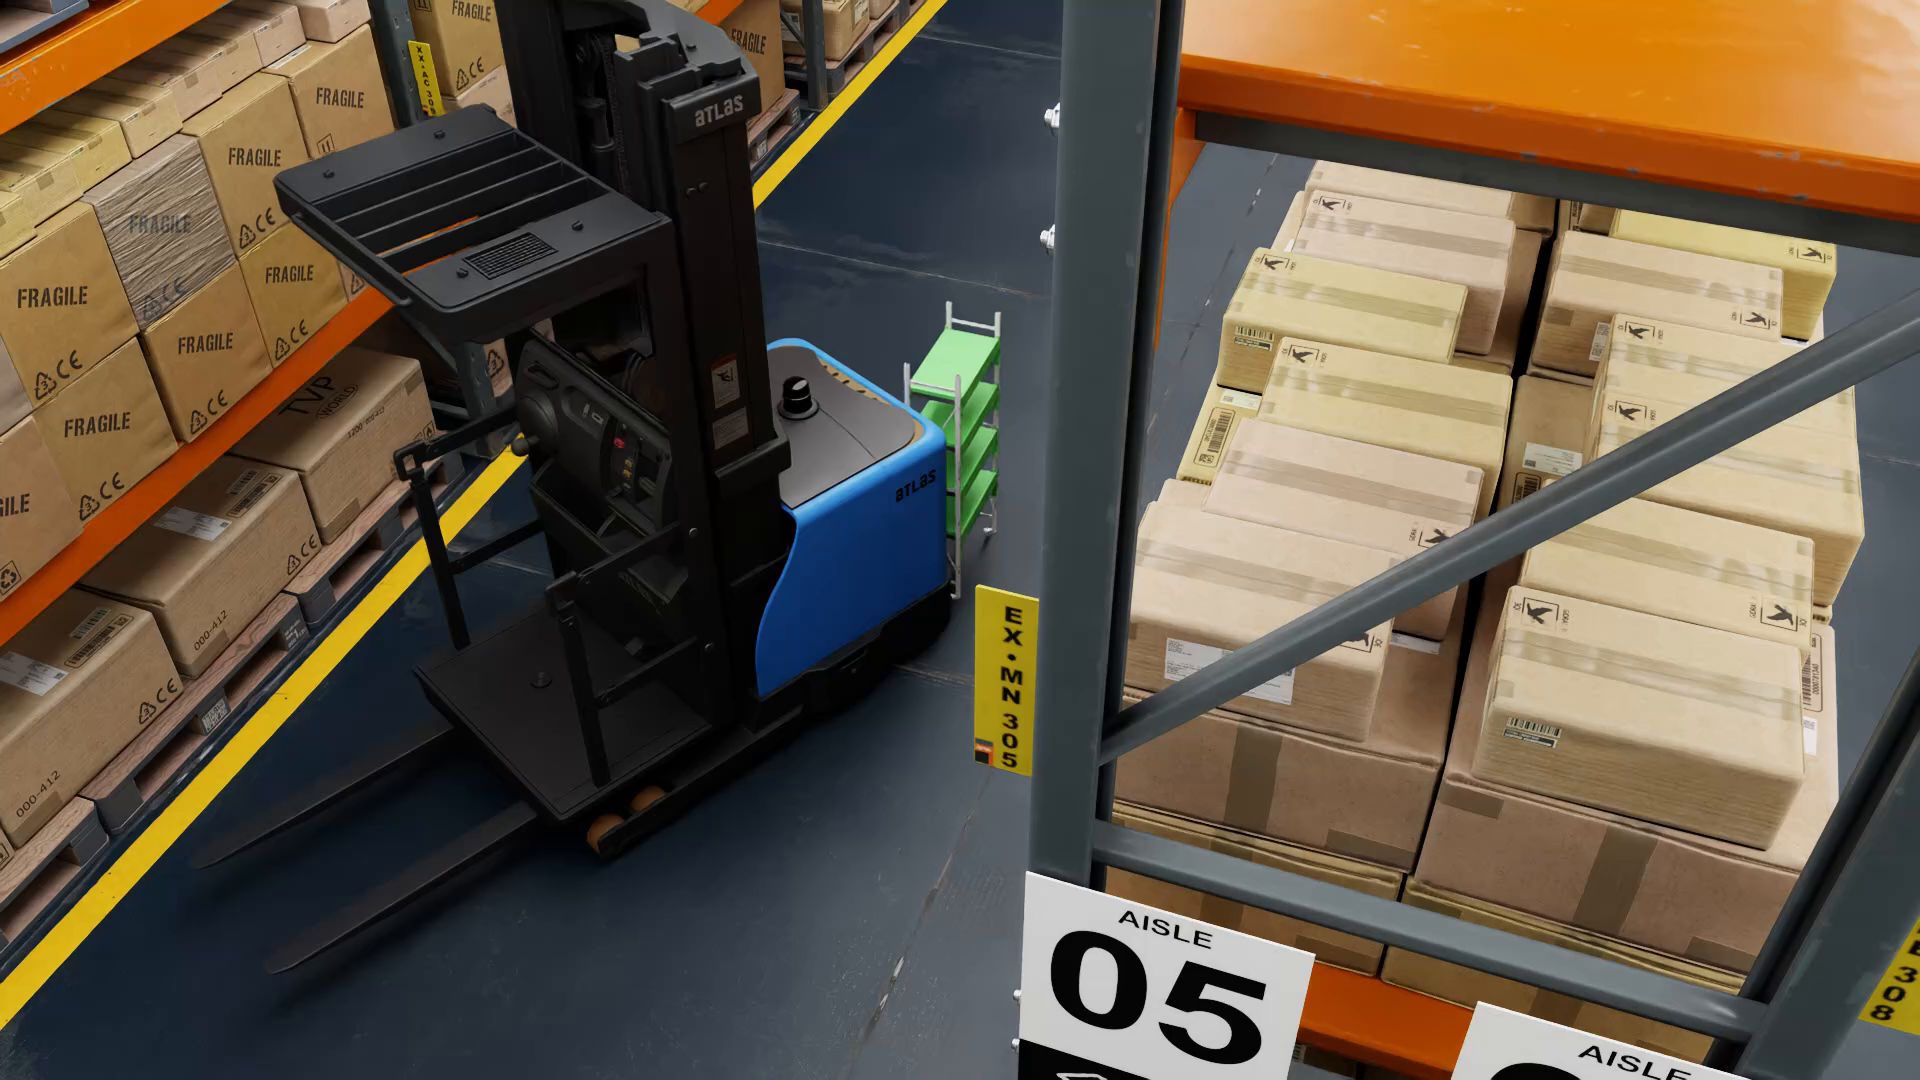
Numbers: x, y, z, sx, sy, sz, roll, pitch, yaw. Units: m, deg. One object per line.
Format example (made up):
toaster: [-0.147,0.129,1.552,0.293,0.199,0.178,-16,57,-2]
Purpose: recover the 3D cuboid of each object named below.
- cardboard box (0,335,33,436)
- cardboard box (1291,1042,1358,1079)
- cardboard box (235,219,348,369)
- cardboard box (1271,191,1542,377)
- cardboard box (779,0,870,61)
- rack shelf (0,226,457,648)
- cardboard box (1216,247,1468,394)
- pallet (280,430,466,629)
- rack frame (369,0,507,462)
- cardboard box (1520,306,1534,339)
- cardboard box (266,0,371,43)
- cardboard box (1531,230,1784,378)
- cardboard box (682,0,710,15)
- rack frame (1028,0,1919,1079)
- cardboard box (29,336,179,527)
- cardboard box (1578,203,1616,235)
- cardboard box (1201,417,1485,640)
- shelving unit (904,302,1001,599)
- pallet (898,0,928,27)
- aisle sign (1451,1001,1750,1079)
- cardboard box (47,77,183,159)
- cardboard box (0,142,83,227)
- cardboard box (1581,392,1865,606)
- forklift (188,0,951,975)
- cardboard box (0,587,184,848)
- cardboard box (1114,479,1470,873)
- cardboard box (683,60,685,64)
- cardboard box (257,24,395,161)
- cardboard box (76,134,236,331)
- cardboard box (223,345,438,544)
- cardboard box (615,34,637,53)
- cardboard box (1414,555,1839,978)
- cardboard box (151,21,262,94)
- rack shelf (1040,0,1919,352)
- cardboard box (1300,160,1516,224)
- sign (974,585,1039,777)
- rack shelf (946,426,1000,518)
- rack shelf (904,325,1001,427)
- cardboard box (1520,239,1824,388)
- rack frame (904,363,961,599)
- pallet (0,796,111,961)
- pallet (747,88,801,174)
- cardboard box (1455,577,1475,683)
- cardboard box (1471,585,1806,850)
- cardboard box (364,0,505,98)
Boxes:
cardboard box: [-3.334,-0.513,5.146,0.500,0.500,0.500,13,42,15]
cardboard box: [0.505,0.939,3.216,0.500,0.500,0.500,12,42,14]
cardboard box: [-2.826,-1.055,6.553,0.500,0.500,0.500,12,42,14]
cardboard box: [0.852,-0.431,3.317,0.500,0.250,0.500,14,42,16]
cardboard box: [-1.166,-3.614,11.330,0.950,0.372,0.625,11,42,12]
rack shelf: [-3.420,-0.179,6.156,1.077,0.370,4.000,13,42,15]
cardboard box: [0.671,-0.360,2.926,0.380,0.149,0.250,14,42,16]
pallet: [-3.070,-0.165,7.734,1.003,0.211,1.213,13,42,15]
rack frame: [-2.737,-1.672,7.352,1.000,3.000,0.127,13,42,15]
cardboard box: [1.510,-0.446,3.720,0.500,0.250,0.500,13,42,15]
cardboard box: [-2.543,-2.079,6.482,0.380,0.149,0.250,12,42,14]
cardboard box: [1.245,-0.398,2.971,0.380,0.149,0.250,14,43,16]
cardboard box: [-1.645,-3.070,9.106,0.500,0.250,0.500,13,42,15]
rack frame: [0.582,-0.478,1.330,1.000,3.000,0.127,13,42,15]
cardboard box: [-3.177,-0.430,5.819,0.500,0.500,0.500,15,43,17]
cardboard box: [1.465,-0.709,3.336,0.380,0.149,0.250,15,43,17]
cardboard box: [0.576,-0.023,2.531,0.380,0.149,0.250,14,42,16]
shelving unit: [-0.027,-0.373,7.216,0.258,1.200,0.503,13,42,15]
pallet: [-0.681,-4.269,12.544,1.003,0.211,1.213,13,42,15]
aisle sign: [0.839,0.927,2.303,0.394,0.787,0.004,13,42,15]
cardboard box: [-2.951,-1.473,5.772,0.380,0.149,0.250,13,42,15]
cardboard box: [-3.109,-1.160,5.405,0.380,0.149,0.250,13,42,15]
cardboard box: [1.172,-0.069,2.586,0.380,0.149,0.250,13,42,15]
forklift: [-1.459,-0.302,5.799,3.031,2.935,1.130,-31,49,-31]
cardboard box: [-3.668,0.598,6.342,0.875,0.438,0.875,14,43,16]
cardboard box: [0.500,0.193,2.586,0.500,0.250,0.500,12,42,14]
cardboard box: [-1.992,-2.517,9.656,0.875,0.875,0.875,14,42,16]
cardboard box: [-2.638,-1.741,6.586,0.500,0.500,0.500,13,42,15]
cardboard box: [-2.985,-1.121,5.859,0.500,0.500,0.500,14,42,16]
cardboard box: [-3.052,-0.498,7.627,0.875,0.438,0.875,13,42,14]
cardboard box: [-1.972,-2.450,8.379,0.500,0.250,0.500,13,42,15]
cardboard box: [0.980,0.314,2.443,0.500,0.250,0.500,14,42,16]
cardboard box: [-2.829,-1.792,6.146,0.380,0.149,0.250,13,42,15]
rack shelf: [1.266,-1.422,2.994,1.077,0.370,4.000,13,42,15]
cardboard box: [0.887,-0.663,3.282,0.380,0.149,0.250,14,42,16]
sign: [0.067,0.191,2.175,0.100,0.325,0.005,13,42,15]
rack shelf: [-0.027,-0.324,7.258,0.258,0.148,0.480,13,42,15]
rack shelf: [-0.027,-0.690,6.946,0.258,0.148,0.480,13,42,15]
cardboard box: [1.338,-0.304,3.168,0.500,0.250,0.500,14,42,16]
rack frame: [-0.111,-0.224,7.042,0.240,1.200,0.015,13,42,15]
pallet: [-3.904,1.323,5.990,1.003,0.211,1.213,13,42,15]
pallet: [-1.709,-2.587,10.573,1.003,0.211,1.213,13,42,15]
cardboard box: [1.160,0.183,2.982,0.500,0.250,0.500,15,43,16]
cardboard box: [0.907,0.232,2.233,0.380,0.149,0.250,13,42,15]
cardboard box: [-2.316,-2.295,7.235,0.500,0.500,0.500,14,42,16]
